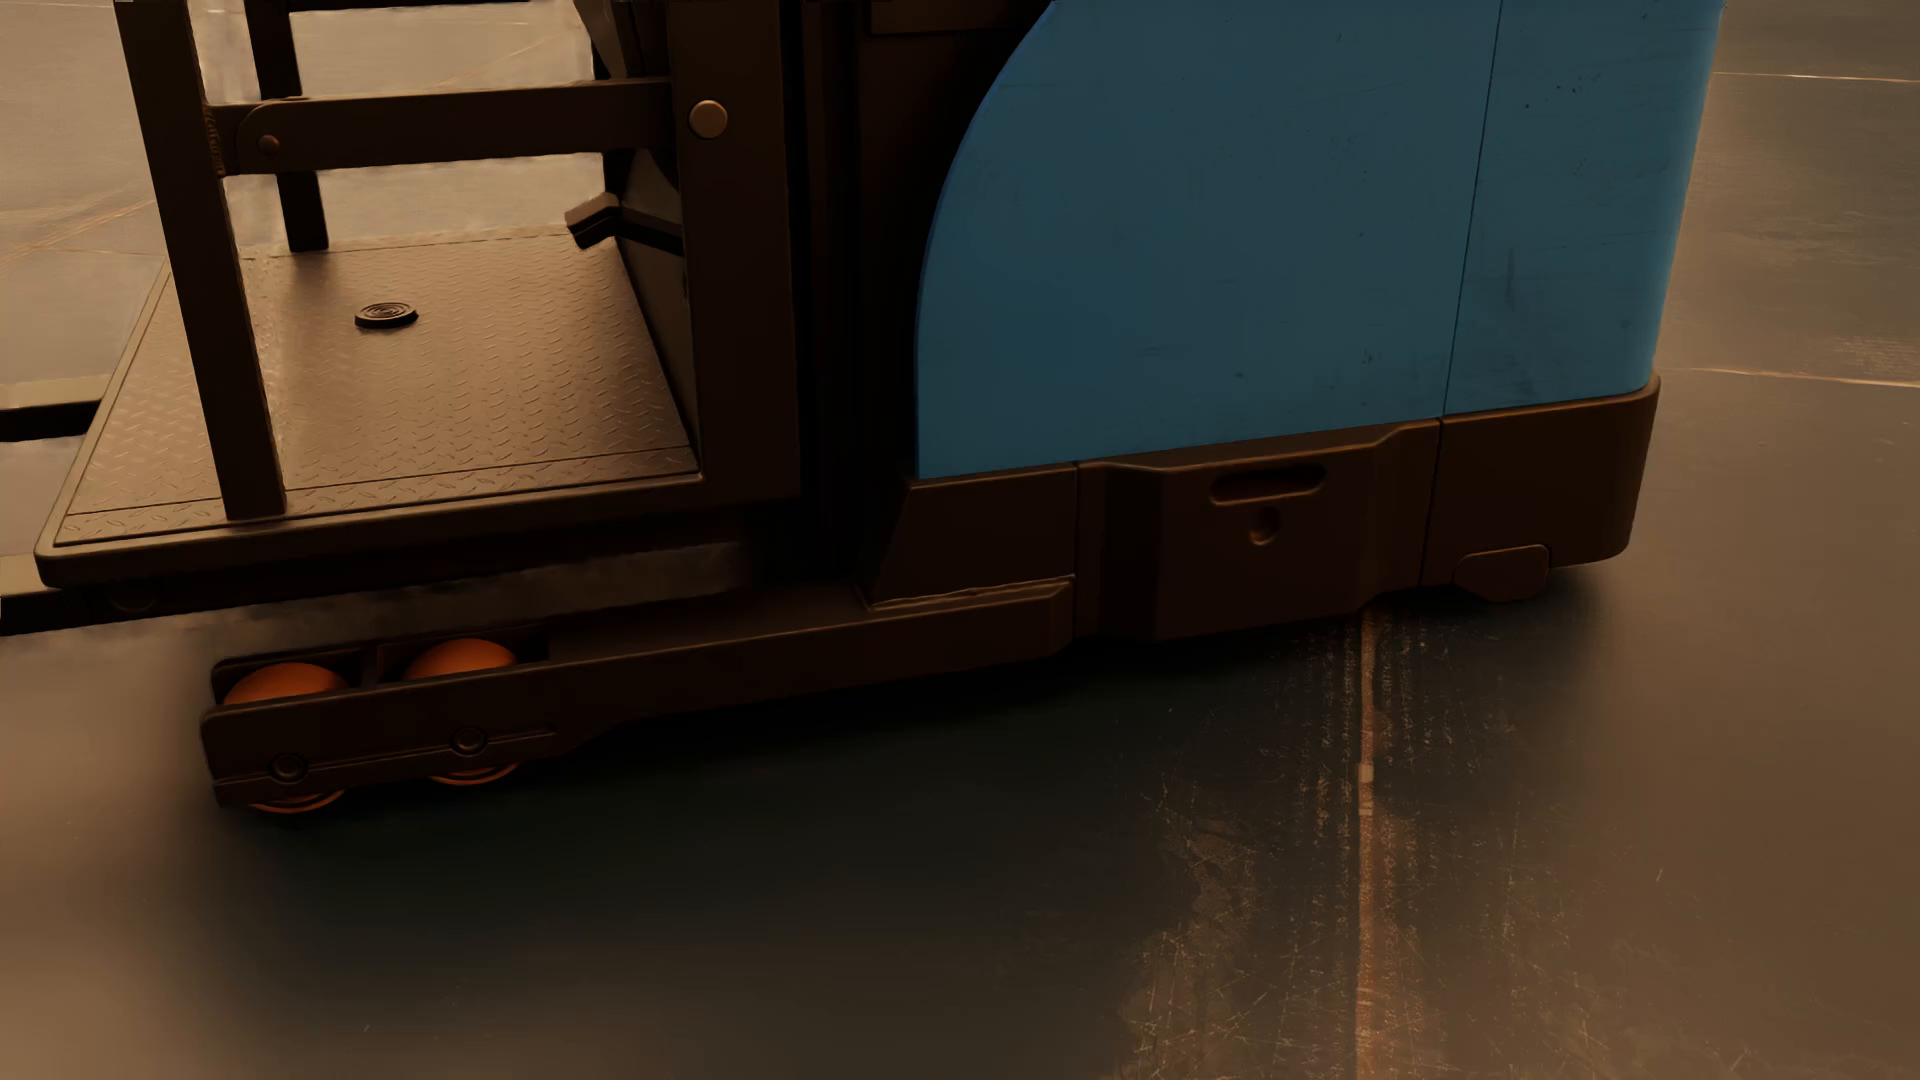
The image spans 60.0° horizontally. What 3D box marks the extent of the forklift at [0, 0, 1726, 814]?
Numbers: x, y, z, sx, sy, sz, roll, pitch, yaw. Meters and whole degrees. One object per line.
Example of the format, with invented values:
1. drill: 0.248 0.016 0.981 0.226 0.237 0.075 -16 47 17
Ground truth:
1. forklift: -0.627 -1.264 1.752 3.031 2.935 1.130 -7 28 -14
